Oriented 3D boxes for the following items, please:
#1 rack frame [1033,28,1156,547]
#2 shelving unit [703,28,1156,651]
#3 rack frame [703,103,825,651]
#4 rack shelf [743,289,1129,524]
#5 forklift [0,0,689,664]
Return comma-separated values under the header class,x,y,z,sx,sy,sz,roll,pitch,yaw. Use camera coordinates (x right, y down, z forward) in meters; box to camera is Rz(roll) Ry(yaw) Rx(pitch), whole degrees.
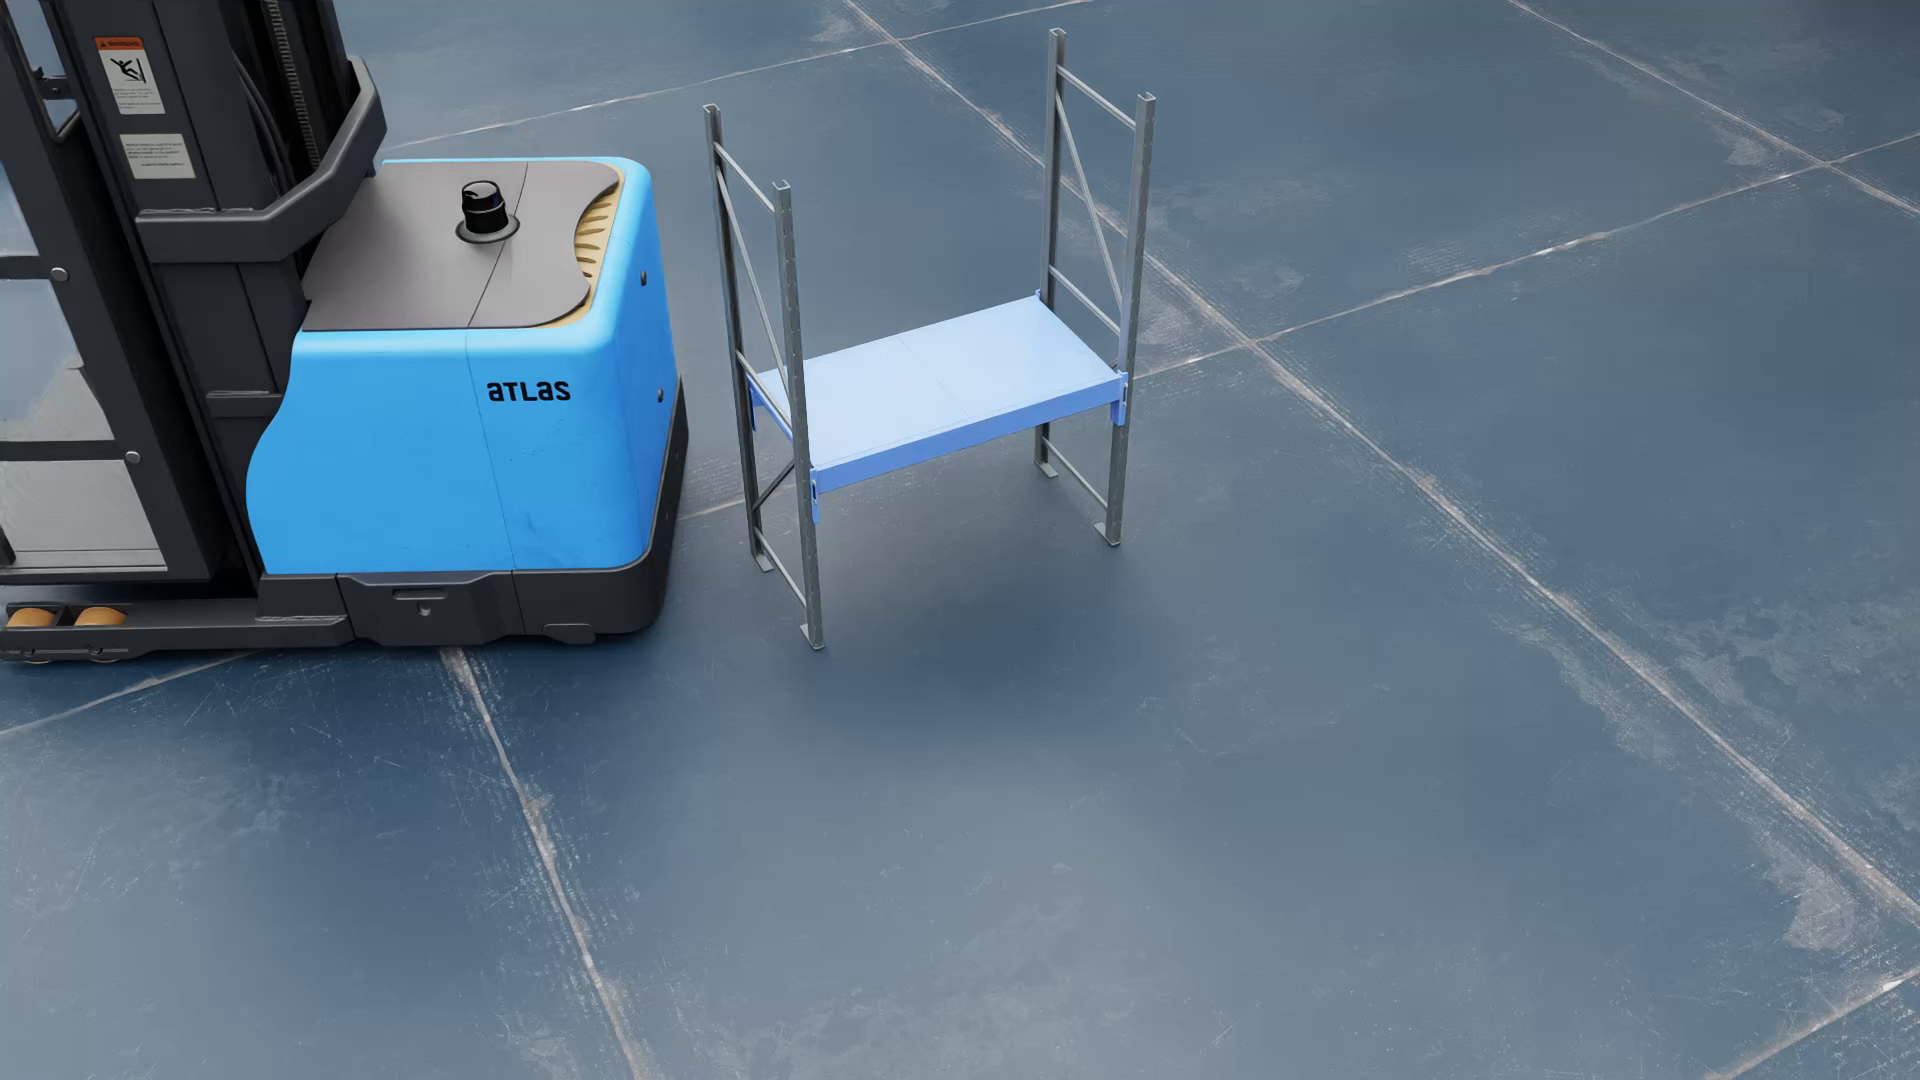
class,x,y,z,sx,sy,sz,roll,pitch,yaw
rack frame,0.375,-0.699,4.915,0.032,1.500,0.500,-19,44,-21
shelving unit,-0.076,-0.547,4.735,1.048,1.500,0.538,-19,44,-21
rack frame,-0.527,-0.395,4.556,0.032,1.500,0.500,-19,44,-21
rack shelf,-0.076,-0.410,4.852,1.000,0.185,0.538,-19,44,-21
forklift,-2.406,-1.107,4.289,3.031,2.935,1.130,-1,40,-1
